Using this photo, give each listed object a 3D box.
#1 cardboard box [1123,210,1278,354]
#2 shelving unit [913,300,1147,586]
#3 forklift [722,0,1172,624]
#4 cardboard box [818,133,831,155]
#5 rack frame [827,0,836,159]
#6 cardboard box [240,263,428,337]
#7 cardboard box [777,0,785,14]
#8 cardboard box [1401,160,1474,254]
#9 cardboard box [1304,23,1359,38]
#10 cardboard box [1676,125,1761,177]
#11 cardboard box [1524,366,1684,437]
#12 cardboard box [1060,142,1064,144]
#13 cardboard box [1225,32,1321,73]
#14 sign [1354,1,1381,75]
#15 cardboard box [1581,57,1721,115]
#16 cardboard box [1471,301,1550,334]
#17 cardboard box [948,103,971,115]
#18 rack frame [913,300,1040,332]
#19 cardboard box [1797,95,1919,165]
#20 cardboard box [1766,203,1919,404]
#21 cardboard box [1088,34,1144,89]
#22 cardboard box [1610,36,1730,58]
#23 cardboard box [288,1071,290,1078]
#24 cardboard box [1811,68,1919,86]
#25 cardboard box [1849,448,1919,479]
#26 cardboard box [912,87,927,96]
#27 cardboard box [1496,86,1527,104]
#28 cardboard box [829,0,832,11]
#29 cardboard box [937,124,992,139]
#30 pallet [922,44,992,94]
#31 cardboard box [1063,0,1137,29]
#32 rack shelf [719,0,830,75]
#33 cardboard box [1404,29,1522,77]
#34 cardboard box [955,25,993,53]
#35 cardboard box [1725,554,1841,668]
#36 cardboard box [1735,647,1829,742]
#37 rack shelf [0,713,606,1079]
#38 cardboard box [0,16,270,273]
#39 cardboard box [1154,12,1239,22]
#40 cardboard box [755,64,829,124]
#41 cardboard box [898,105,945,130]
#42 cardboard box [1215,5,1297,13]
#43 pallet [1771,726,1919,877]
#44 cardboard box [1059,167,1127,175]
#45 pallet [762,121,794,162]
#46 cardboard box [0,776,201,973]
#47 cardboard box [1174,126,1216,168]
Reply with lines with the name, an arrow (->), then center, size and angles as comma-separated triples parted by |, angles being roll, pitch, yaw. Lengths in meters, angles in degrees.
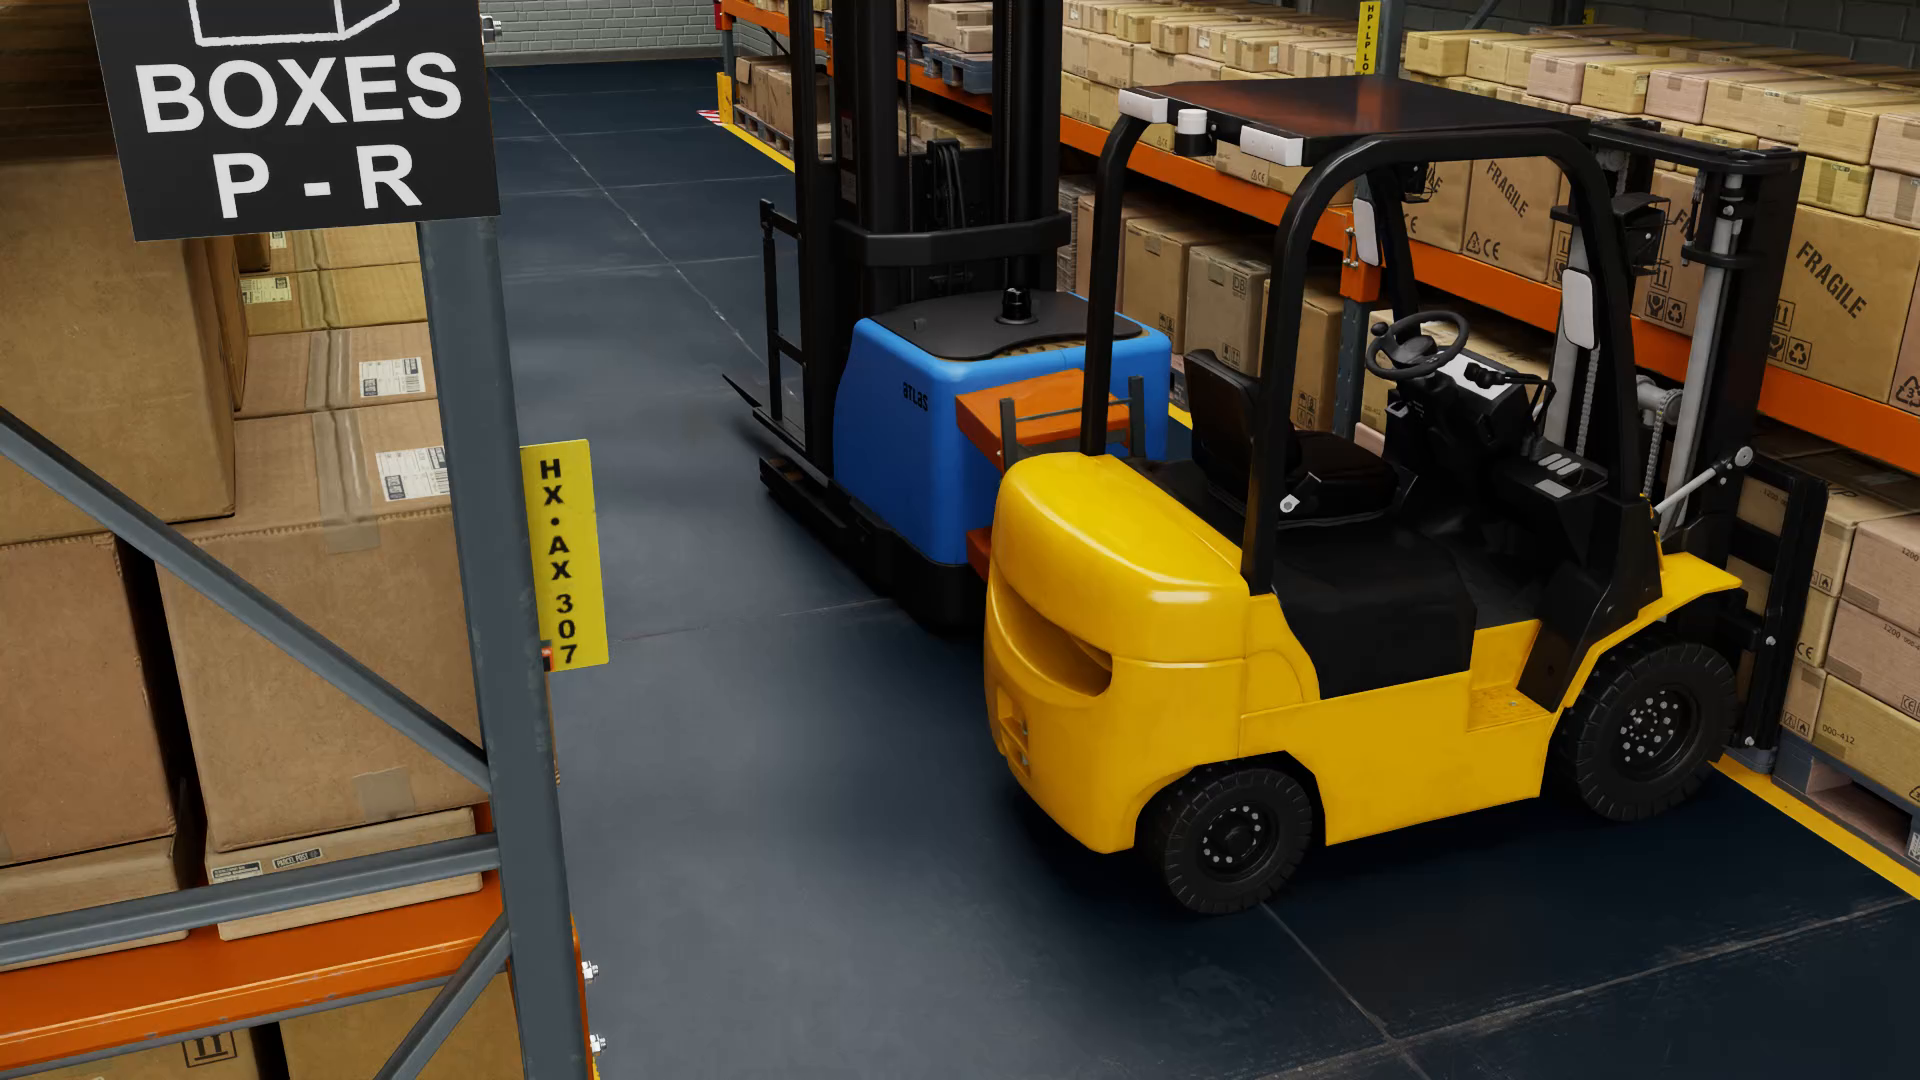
cardboard box -> 1.462, -1.480, 9.416 | 0.875, 0.625, 0.625 | -9, 25, -21
shelving unit -> 0.257, -0.181, 6.178 | 0.538, 1.125, 1.048 | -11, 25, -14
forklift -> -0.281, -1.569, 7.199 | 1.130, 2.935, 3.031 | -11, 25, -24
cardboard box -> -1.107, -3.586, 15.025 | 0.380, 0.149, 0.250 | -9, 25, -21
rack frame -> -0.635, -4.544, 14.168 | 1.000, 3.000, 0.127 | -8, 24, -19
cardboard box -> -1.313, -0.267, 3.510 | 0.500, 0.500, 0.500 | -9, 24, -20
cardboard box -> -1.513, -5.072, 15.746 | 0.380, 0.149, 0.250 | -8, 24, -19
cardboard box -> 2.103, -1.486, 6.785 | 0.500, 0.500, 0.500 | -9, 24, -20
cardboard box -> 1.960, -2.519, 8.399 | 0.380, 0.149, 0.250 | -8, 24, -19
cardboard box -> 2.585, -1.265, 5.426 | 0.380, 0.149, 0.250 | -9, 24, -20
cardboard box -> 2.426, -0.439, 6.142 | 0.500, 0.250, 0.500 | -7, 24, -17
cardboard box -> 0.816, -2.763, 11.787 | 0.380, 0.149, 0.250 | -8, 24, -17
cardboard box -> 1.500, -2.340, 7.977 | 0.380, 0.149, 0.250 | -9, 25, -21
sign -> 1.687, -2.056, 6.877 | 0.100, 0.325, 0.005 | -8, 24, -19
cardboard box -> 2.413, -1.590, 5.814 | 0.380, 0.149, 0.250 | -9, 24, -20
cardboard box -> 2.546, -0.872, 7.169 | 0.500, 0.250, 0.500 | -8, 24, -18
cardboard box -> 0.118, -3.411, 13.324 | 0.380, 0.149, 0.250 | -8, 24, -18
rack frame -> 0.104, -0.370, 6.624 | 0.500, 1.125, 0.032 | -11, 25, -14
cardboard box -> 2.736, -1.217, 4.928 | 0.380, 0.149, 0.250 | -8, 24, -18
cardboard box -> 2.828, -0.748, 5.035 | 0.500, 0.500, 0.500 | -9, 24, -20
cardboard box -> 1.050, -2.682, 9.301 | 0.500, 0.250, 0.500 | -9, 24, -20
cardboard box -> 2.742, -1.853, 6.438 | 0.380, 0.149, 0.250 | -9, 24, -19
cardboard box -> -1.751, 1.126, 3.715 | 0.500, 0.250, 0.500 | -8, 24, -19
cardboard box -> 3.069, -1.478, 5.549 | 0.380, 0.149, 0.250 | -8, 24, -17
cardboard box -> 3.265, -0.136, 5.422 | 0.500, 0.250, 0.500 | -9, 24, -19
cardboard box -> -0.236, -3.790, 14.223 | 0.380, 0.149, 0.250 | -9, 25, -21
cardboard box -> 2.268, -1.645, 6.328 | 0.380, 0.149, 0.250 | -8, 24, -19
cardboard box -> -0.674, -4.577, 13.578 | 0.700, 0.500, 0.500 | -8, 24, -18
cardboard box -> 0.050, -2.965, 12.265 | 0.380, 0.149, 0.250 | -9, 24, -20
pallet -> 0.473, -3.239, 11.319 | 1.213, 0.211, 1.003 | -8, 24, -19
cardboard box -> 0.825, -3.092, 9.761 | 0.380, 0.149, 0.250 | -8, 24, -18
rack shelf -> -1.342, -4.939, 16.032 | 1.077, 0.370, 4.000 | -8, 24, -19
cardboard box -> 2.026, -1.962, 6.697 | 0.380, 0.149, 0.250 | -8, 24, -18
cardboard box -> 0.187, -3.354, 11.129 | 0.380, 0.149, 0.250 | -8, 24, -18
cardboard box -> 2.770, 0.157, 5.371 | 0.500, 0.250, 0.500 | -9, 24, -20
cardboard box -> 2.807, 0.398, 5.444 | 0.500, 0.250, 0.500 | -8, 24, -18
rack shelf -> -1.745, 0.104, 4.068 | 1.077, 0.370, 4.000 | -8, 24, -19
cardboard box -> -1.918, -0.857, 3.622 | 0.700, 0.500, 0.500 | -9, 24, -19
cardboard box -> 1.263, -2.730, 8.902 | 0.380, 0.149, 0.250 | -8, 24, -19
cardboard box -> -1.655, -4.488, 16.713 | 0.700, 0.500, 0.500 | -7, 24, -17
cardboard box -> -0.323, -3.342, 13.160 | 0.380, 0.149, 0.250 | -8, 24, -19
cardboard box -> 1.651, -2.898, 9.300 | 0.380, 0.149, 0.250 | -9, 24, -20
pallet -> 3.295, 0.829, 5.011 | 1.003, 0.211, 1.213 | -8, 24, -19
cardboard box -> 0.891, -2.324, 11.579 | 0.500, 0.500, 0.500 | -7, 24, -17
pallet -> -1.312, -3.952, 16.356 | 1.003, 0.211, 1.213 | -8, 24, -19
cardboard box -> -1.371, 0.508, 2.506 | 0.380, 0.149, 0.250 | -8, 24, -17
cardboard box -> 1.439, -2.082, 8.520 | 0.500, 0.250, 0.500 | -8, 24, -19
